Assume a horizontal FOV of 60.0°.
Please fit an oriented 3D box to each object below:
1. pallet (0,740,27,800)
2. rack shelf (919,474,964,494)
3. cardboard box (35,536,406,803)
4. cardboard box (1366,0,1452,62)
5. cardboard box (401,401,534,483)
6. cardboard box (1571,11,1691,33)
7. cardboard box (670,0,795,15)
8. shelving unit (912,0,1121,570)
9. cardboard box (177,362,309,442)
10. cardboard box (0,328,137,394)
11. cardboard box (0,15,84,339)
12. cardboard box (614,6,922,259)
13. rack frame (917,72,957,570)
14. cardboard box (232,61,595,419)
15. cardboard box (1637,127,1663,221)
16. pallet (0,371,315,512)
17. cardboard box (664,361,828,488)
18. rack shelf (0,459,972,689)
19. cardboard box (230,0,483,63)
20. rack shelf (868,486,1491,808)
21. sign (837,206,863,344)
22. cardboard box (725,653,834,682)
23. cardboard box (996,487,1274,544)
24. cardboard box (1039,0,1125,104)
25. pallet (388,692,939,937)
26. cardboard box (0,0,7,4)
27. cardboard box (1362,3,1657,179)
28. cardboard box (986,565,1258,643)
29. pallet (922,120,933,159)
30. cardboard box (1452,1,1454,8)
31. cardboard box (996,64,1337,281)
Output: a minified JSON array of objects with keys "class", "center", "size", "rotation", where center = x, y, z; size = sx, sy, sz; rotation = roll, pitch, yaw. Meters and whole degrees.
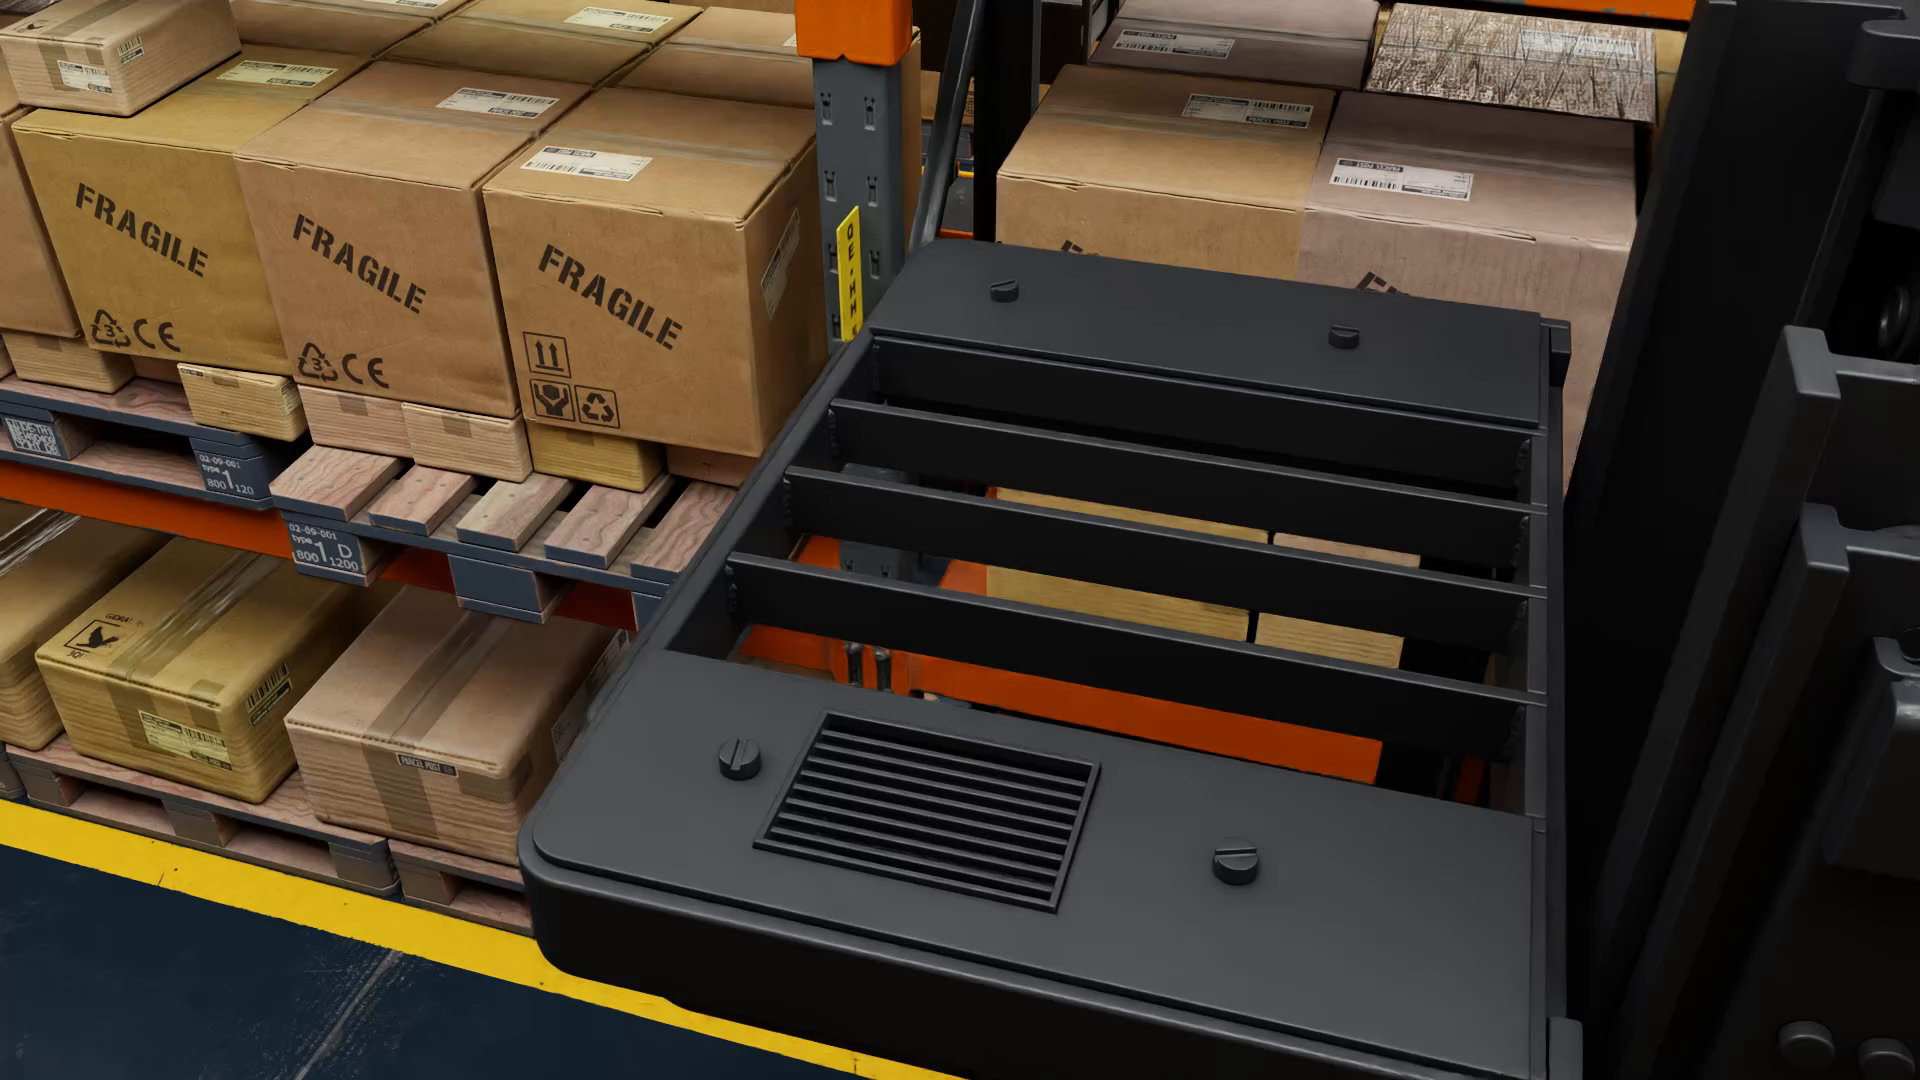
[{"class":"pallet","center":[-3.107,0.272,5.202],"size":[1.213,0.211,1.003],"rotation":[10,38,14]},{"class":"rack shelf","center":[0.158,-0.242,5.511],"size":[0.480,0.518,0.431],"rotation":[10,38,14]},{"class":"cardboard box","center":[-1.998,0.240,4.756],"size":[0.625,0.372,0.950],"rotation":[12,38,15]},{"class":"cardboard box","center":[1.933,-2.305,7.473],"size":[0.500,0.250,0.500],"rotation":[9,37,12]},{"class":"cardboard box","center":[-0.947,-0.299,3.484],"size":[0.250,0.149,0.380],"rotation":[10,38,14]},{"class":"cardboard box","center":[2.885,-2.121,7.223],"size":[0.500,0.250,0.500],"rotation":[11,38,14]},{"class":"cardboard box","center":[-0.932,-2.838,8.619],"size":[0.750,0.750,1.050],"rotation":[10,38,14]},{"class":"shelving unit","center":[0.158,-0.816,5.088],"size":[0.503,2.100,0.431],"rotation":[10,38,14]},{"class":"cardboard box","center":[-1.452,-0.389,3.606],"size":[0.250,0.149,0.380],"rotation":[11,38,15]},{"class":"cardboard box","center":[-1.918,-0.503,3.760],"size":[0.250,0.149,0.380],"rotation":[9,37,12]},{"class":"cardboard box","center":[-2.049,-0.804,3.622],"size":[0.500,0.500,0.500],"rotation":[9,37,12]},{"class":"cardboard box","center":[-0.393,-0.820,3.645],"size":[0.500,0.500,0.500],"rotation":[9,37,13]},{"class":"rack frame","center":[-0.075,-0.860,5.146],"size":[0.015,2.100,0.400],"rotation":[10,38,14]},{"class":"cardboard box","center":[-1.046,-0.618,3.370],"size":[0.500,0.500,0.500],"rotation":[10,38,13]},{"class":"cardboard box","center":[1.331,-0.316,2.721],"size":[0.500,0.500,0.500],"rotation":[12,38,15]},{"class":"pallet","center":[-1.935,-0.530,4.102],"size":[1.213,0.211,1.003],"rotation":[10,38,14]},{"class":"cardboard box","center":[-0.416,-0.274,3.449],"size":[0.250,0.149,0.380],"rotation":[12,38,16]},{"class":"rack shelf","center":[-1.942,-0.345,4.295],"size":[4.000,0.370,1.077],"rotation":[10,38,14]},{"class":"cardboard box","center":[-1.402,-0.999,3.887],"size":[0.500,0.500,0.500],"rotation":[11,38,15]},{"class":"rack shelf","center":[1.876,0.362,3.334],"size":[4.000,0.370,1.077],"rotation":[10,38,14]},{"class":"sign","center":[-0.186,-0.407,2.862],"size":[0.005,0.325,0.100],"rotation":[10,38,14]},{"class":"cardboard box","center":[-0.569,0.503,4.399],"size":[0.625,0.372,0.950],"rotation":[8,37,11]},{"class":"cardboard box","center":[0.377,-0.192,3.186],"size":[0.500,0.250,0.500],"rotation":[10,38,14]},{"class":"cardboard box","center":[0.792,-2.521,8.188],"size":[0.750,0.750,1.050],"rotation":[10,38,13]},{"class":"pallet","center":[-0.778,0.703,4.616],"size":[1.213,0.211,1.003],"rotation":[10,38,14]},{"class":"cardboard box","center":[-2.377,-1.184,4.138],"size":[0.500,0.500,0.500],"rotation":[12,38,15]},{"class":"cardboard box","center":[1.031,-0.694,3.235],"size":[0.500,0.500,0.500],"rotation":[11,38,15]},{"class":"cardboard box","center":[0.359,0.008,3.335],"size":[0.500,0.250,0.500],"rotation":[10,37,13]},{"class":"pallet","center":[-0.544,-2.375,8.799],"size":[1.213,0.211,1.003],"rotation":[10,38,14]},{"class":"cardboard box","center":[2.563,-2.508,7.749],"size":[0.500,0.250,0.500],"rotation":[11,38,15]},{"class":"cardboard box","center":[0.365,-0.498,2.969],"size":[0.500,0.500,0.500],"rotation":[9,37,12]}]
